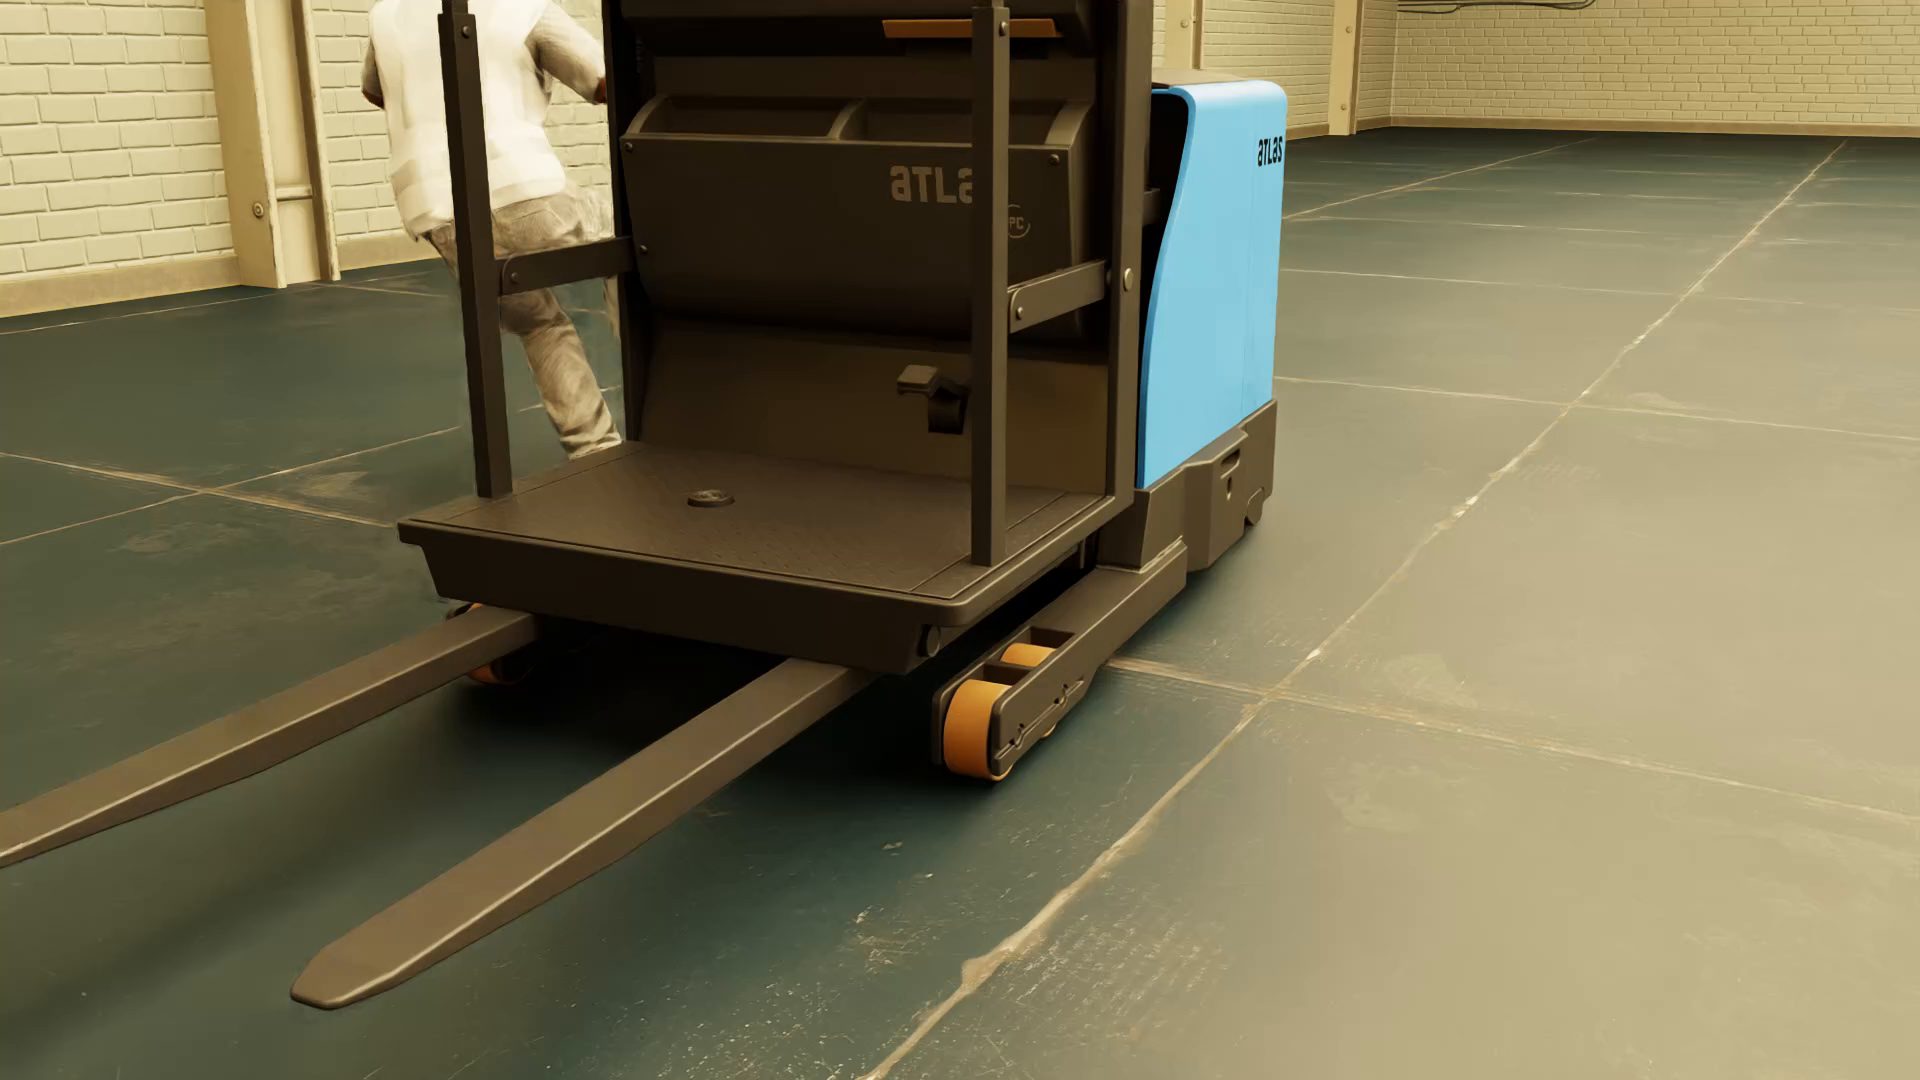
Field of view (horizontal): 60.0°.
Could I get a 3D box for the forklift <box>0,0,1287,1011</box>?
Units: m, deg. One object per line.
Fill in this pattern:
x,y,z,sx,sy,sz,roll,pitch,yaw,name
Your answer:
-0.292,-1.152,2.763,1.130,2.935,3.031,8,18,24,forklift

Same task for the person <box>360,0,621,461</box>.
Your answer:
-1.112,-0.943,4.568,1.085,1.530,0.946,0,16,0,person
